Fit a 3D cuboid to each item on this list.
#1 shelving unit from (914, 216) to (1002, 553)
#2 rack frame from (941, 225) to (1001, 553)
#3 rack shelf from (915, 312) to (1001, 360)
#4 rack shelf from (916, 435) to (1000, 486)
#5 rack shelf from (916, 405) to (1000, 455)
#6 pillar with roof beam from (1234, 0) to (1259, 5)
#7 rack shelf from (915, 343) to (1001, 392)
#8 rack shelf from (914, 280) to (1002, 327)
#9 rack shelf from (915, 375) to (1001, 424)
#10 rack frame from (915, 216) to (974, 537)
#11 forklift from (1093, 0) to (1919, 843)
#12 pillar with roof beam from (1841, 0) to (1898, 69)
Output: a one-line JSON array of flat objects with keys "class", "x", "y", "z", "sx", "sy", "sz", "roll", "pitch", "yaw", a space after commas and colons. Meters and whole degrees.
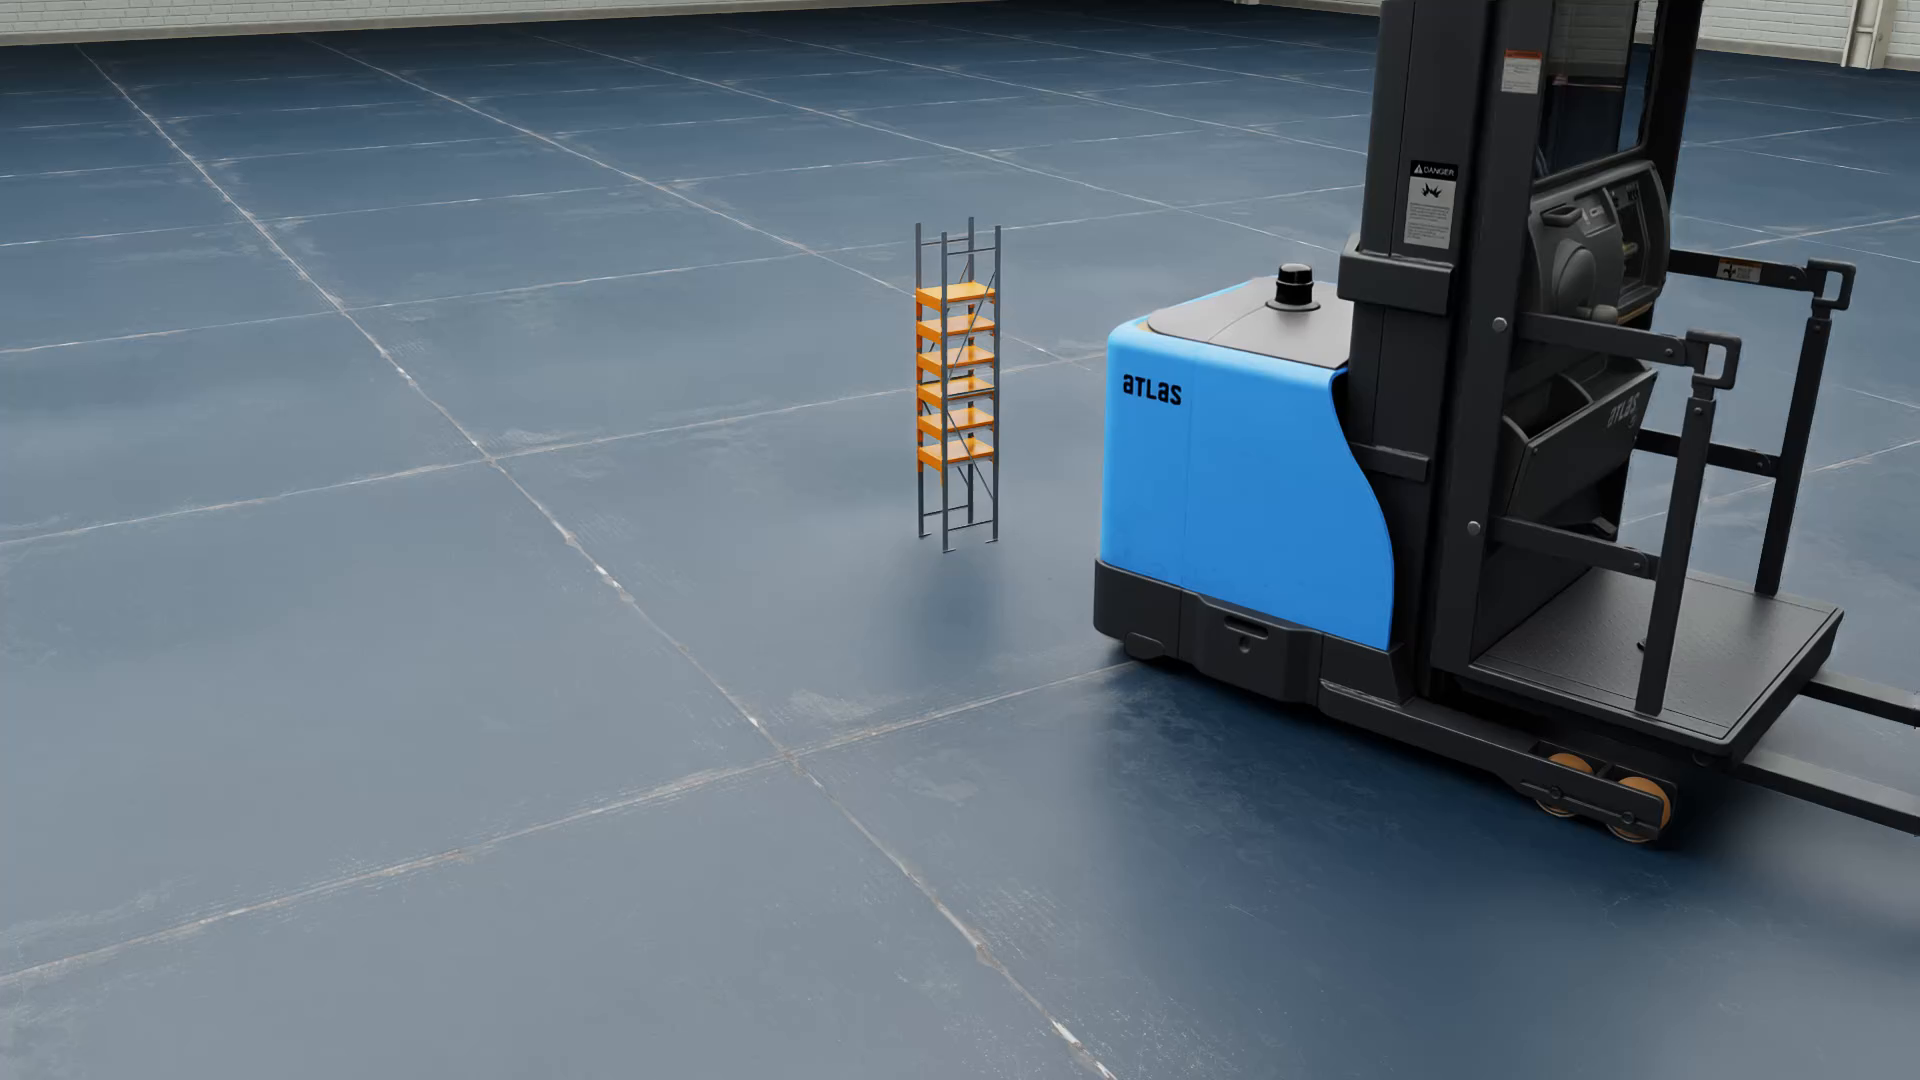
[{"class": "shelving unit", "x": -0.007, "y": -0.561, "z": 6.097, "sx": 0.258, "sy": 1.200, "sz": 0.189, "roll": -13, "pitch": 25, "yaw": -28}, {"class": "rack frame", "x": 0.039, "y": -0.531, "z": 6.024, "sx": 0.240, "sy": 1.200, "sz": 0.006, "roll": -13, "pitch": 25, "yaw": -28}, {"class": "rack shelf", "x": -0.007, "y": -0.742, "z": 6.023, "sx": 0.258, "sy": 0.103, "sz": 0.180, "roll": -13, "pitch": 25, "yaw": -28}, {"class": "rack shelf", "x": -0.007, "y": -0.297, "z": 6.204, "sx": 0.258, "sy": 0.103, "sz": 0.180, "roll": -13, "pitch": 25, "yaw": -28}, {"class": "rack shelf", "x": -0.007, "y": -0.408, "z": 6.159, "sx": 0.258, "sy": 0.103, "sz": 0.180, "roll": -13, "pitch": 25, "yaw": -28}, {"class": "pillar with roof beam", "x": 1.577, "y": -13.205, "z": 26.848, "sx": 9.100, "sy": 9.000, "sz": 0.400, "roll": -13, "pitch": 25, "yaw": -28}, {"class": "rack shelf", "x": -0.007, "y": -0.631, "z": 6.069, "sx": 0.258, "sy": 0.103, "sz": 0.180, "roll": -13, "pitch": 25, "yaw": -28}, {"class": "rack shelf", "x": -0.007, "y": -0.853, "z": 5.978, "sx": 0.258, "sy": 0.103, "sz": 0.180, "roll": -13, "pitch": 25, "yaw": -28}, {"class": "rack shelf", "x": -0.007, "y": -0.519, "z": 6.114, "sx": 0.258, "sy": 0.103, "sz": 0.180, "roll": -13, "pitch": 25, "yaw": -28}, {"class": "rack frame", "x": -0.054, "y": -0.590, "z": 6.170, "sx": 0.240, "sy": 1.200, "sz": 0.006, "roll": -13, "pitch": 25, "yaw": -28}, {"class": "forklift", "x": 1.884, "y": -0.790, "z": 4.362, "sx": 3.031, "sy": 2.935, "sz": 1.130, "roll": 18, "pitch": 28, "yaw": 37}, {"class": "pillar with roof beam", "x": 7.706, "y": -9.320, "z": 17.291, "sx": 9.100, "sy": 9.000, "sz": 0.400, "roll": -13, "pitch": 25, "yaw": -28}]
